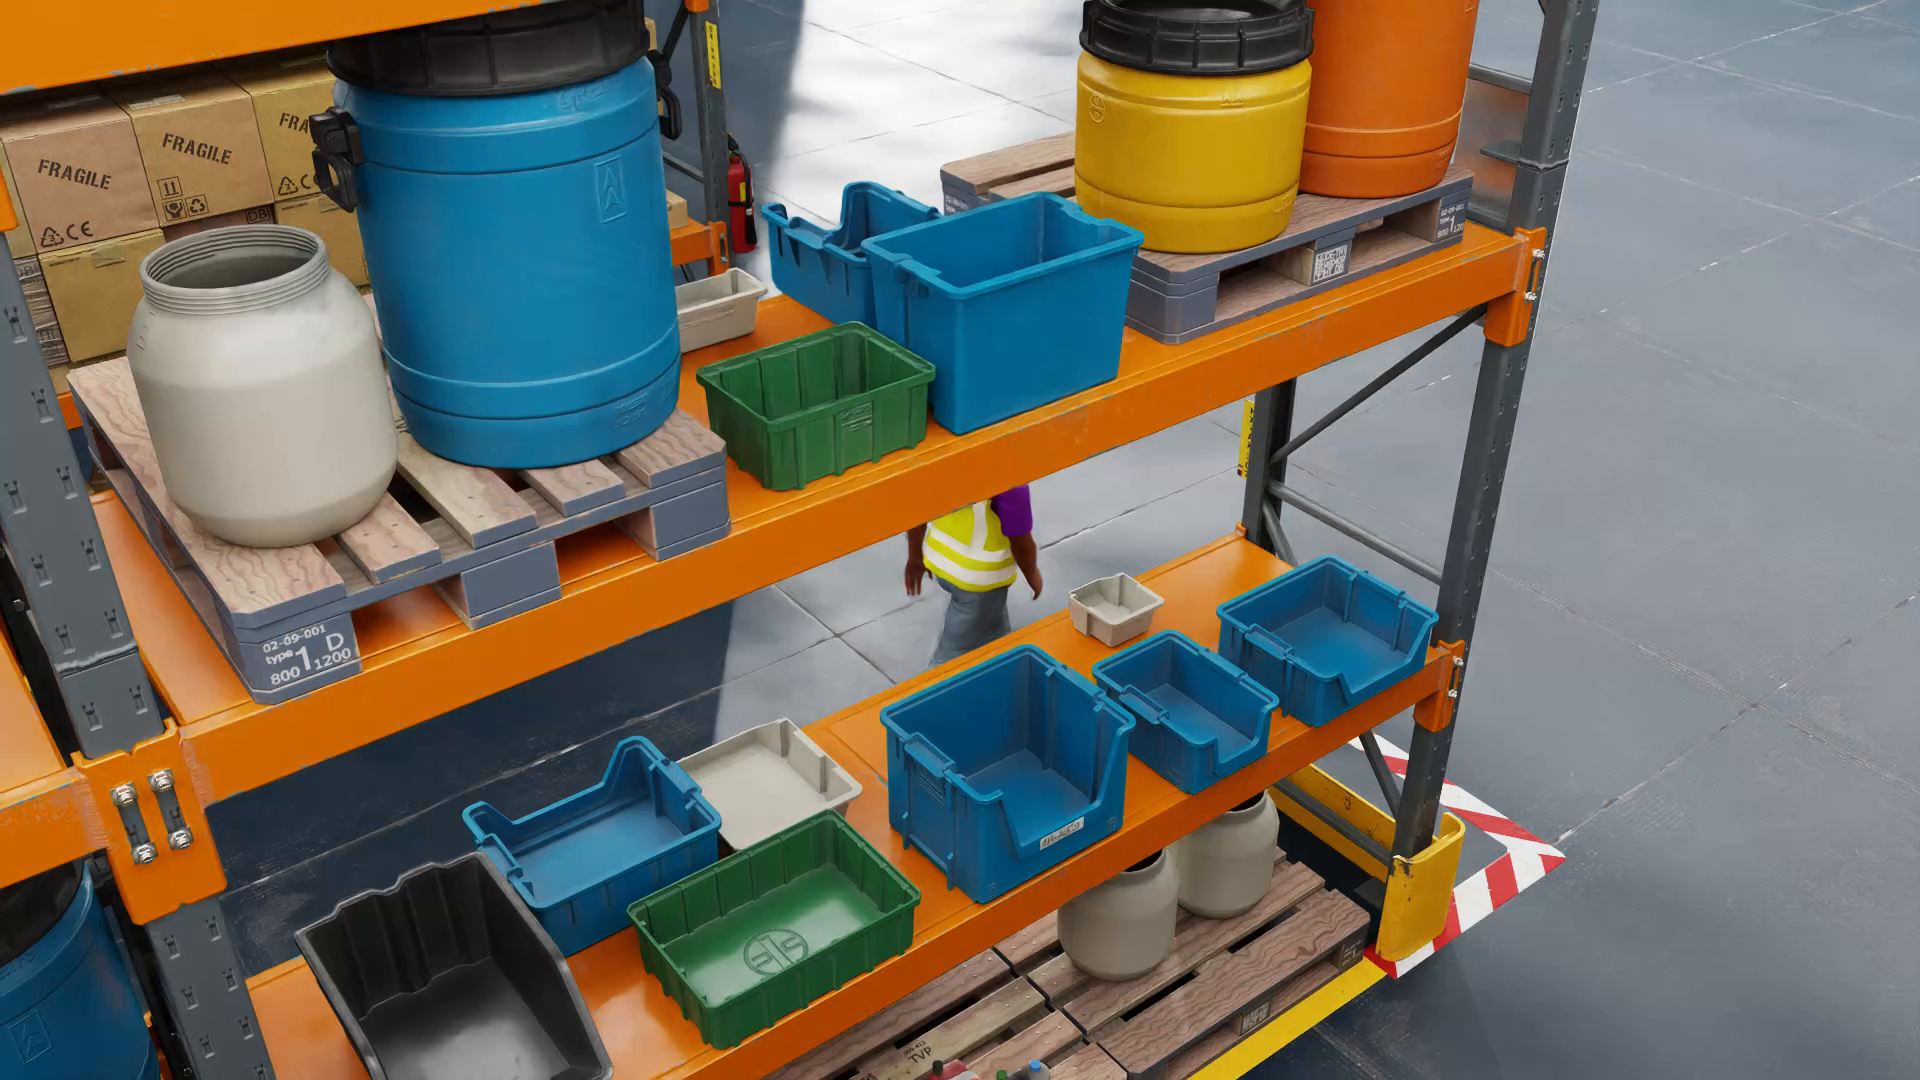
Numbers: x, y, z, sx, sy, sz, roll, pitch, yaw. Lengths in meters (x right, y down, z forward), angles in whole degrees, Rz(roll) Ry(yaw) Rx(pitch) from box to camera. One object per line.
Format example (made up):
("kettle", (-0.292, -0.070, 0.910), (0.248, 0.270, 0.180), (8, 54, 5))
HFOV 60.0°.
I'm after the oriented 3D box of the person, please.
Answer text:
("person", (0.097, 0.089, 6.983), (1.086, 1.707, 0.567), (-24, 39, -33))
